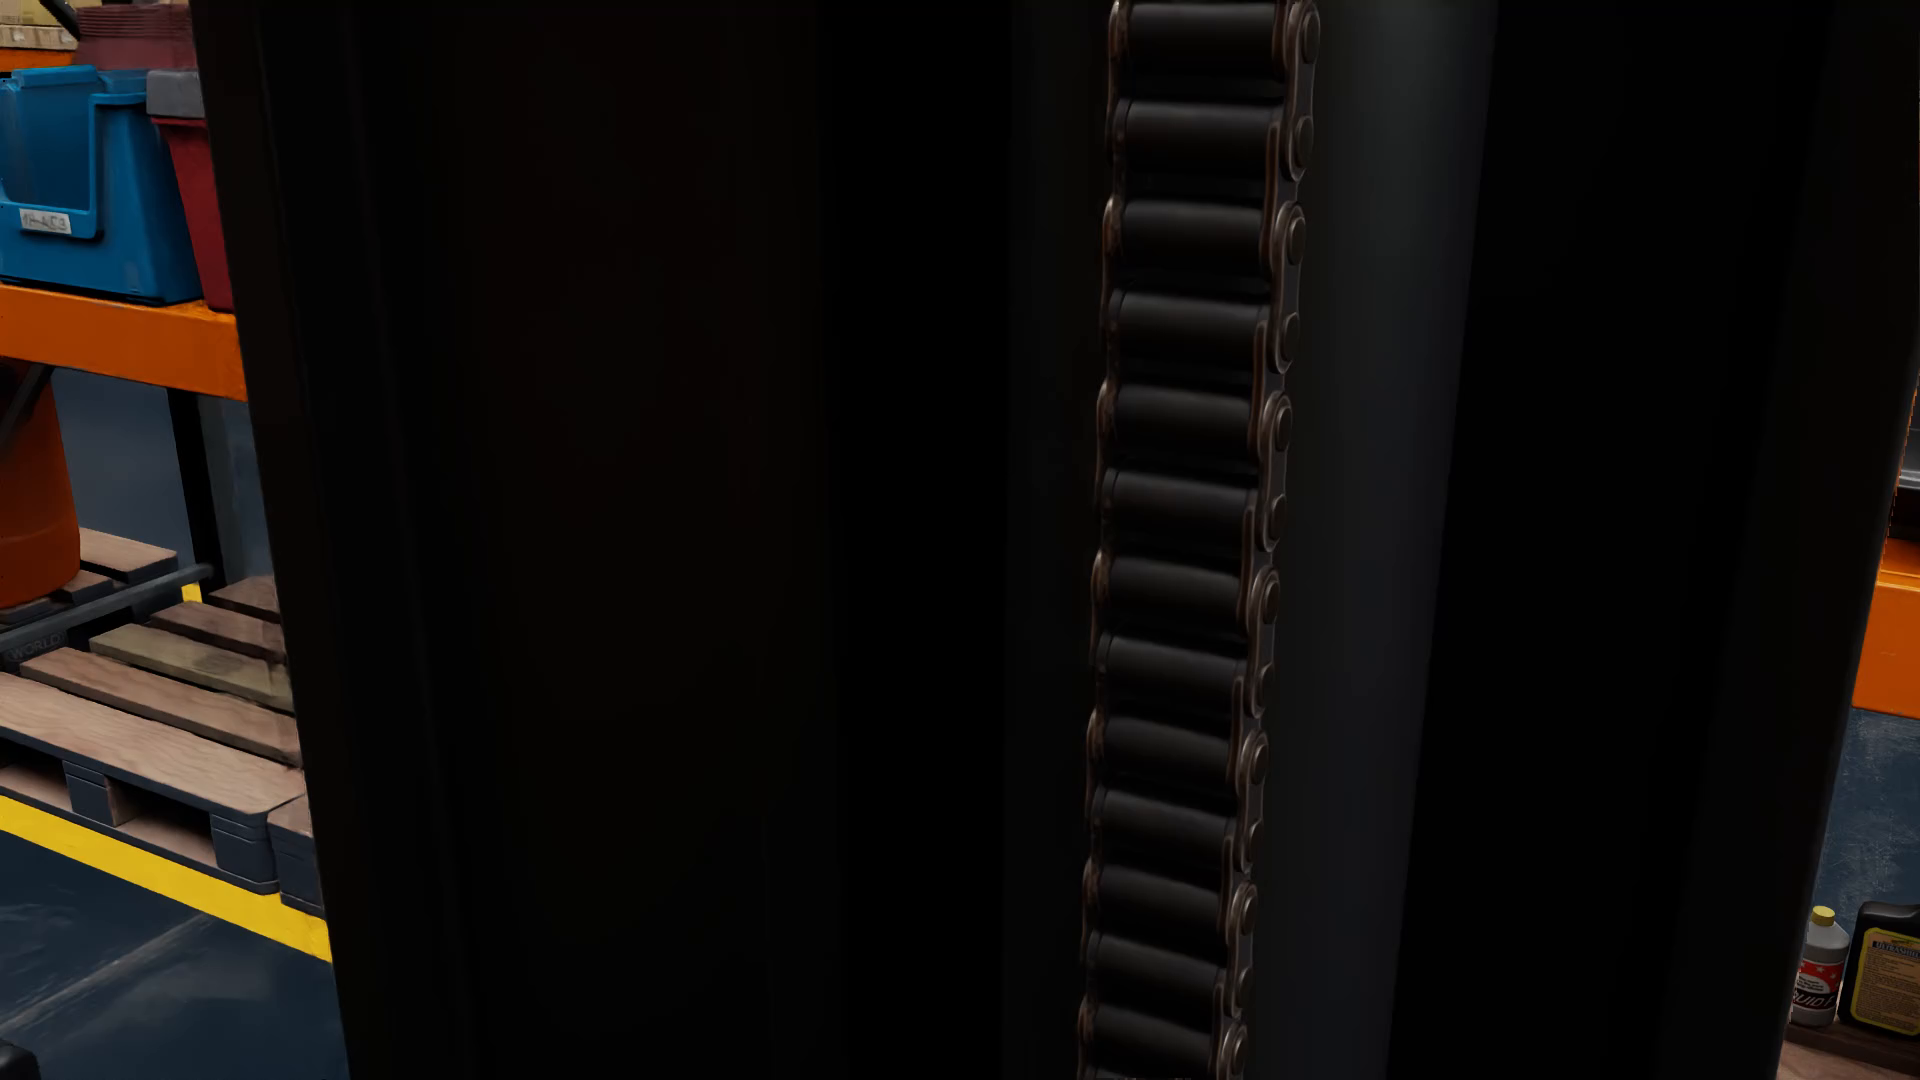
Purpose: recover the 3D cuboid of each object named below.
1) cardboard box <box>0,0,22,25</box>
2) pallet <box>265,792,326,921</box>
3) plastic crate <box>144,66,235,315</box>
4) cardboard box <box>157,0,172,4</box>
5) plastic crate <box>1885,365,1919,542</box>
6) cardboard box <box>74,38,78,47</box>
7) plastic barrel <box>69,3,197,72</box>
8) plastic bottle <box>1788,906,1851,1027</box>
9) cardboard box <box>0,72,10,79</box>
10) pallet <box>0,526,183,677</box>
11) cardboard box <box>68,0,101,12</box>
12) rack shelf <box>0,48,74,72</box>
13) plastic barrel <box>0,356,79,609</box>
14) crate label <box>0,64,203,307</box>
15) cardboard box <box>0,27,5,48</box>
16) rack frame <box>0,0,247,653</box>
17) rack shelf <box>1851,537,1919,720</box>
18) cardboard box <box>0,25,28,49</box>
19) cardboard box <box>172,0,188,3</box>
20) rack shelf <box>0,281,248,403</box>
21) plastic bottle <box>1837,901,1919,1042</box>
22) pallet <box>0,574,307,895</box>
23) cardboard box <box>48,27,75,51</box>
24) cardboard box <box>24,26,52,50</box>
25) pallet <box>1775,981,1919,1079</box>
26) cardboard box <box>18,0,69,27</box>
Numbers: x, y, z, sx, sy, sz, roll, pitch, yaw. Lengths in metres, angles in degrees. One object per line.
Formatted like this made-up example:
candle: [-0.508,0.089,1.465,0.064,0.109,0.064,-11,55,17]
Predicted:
cardboard box: [-6.296,-3.636,11.275,0.500,0.250,0.500,10,22,27]
pallet: [-0.754,0.648,3.770,1.213,0.211,1.003,11,23,27]
plastic crate: [-1.211,-0.677,3.239,0.583,0.464,0.402,11,23,27]
cardboard box: [-4.961,-3.381,10.572,0.500,0.250,0.500,11,23,28]
plastic crate: [1.415,-0.188,2.074,0.504,0.338,0.767,11,23,27]
cardboard box: [-5.548,-3.281,10.880,0.250,0.149,0.380,10,22,26]
plastic barrel: [-1.919,-1.084,4.255,0.708,0.536,0.600,11,23,27]
plastic bottle: [1.489,0.735,2.900,0.097,0.201,0.097,0,20,0]
cardboard box: [-6.443,-2.928,12.038,0.875,0.875,0.875,11,23,27]
pallet: [-3.181,0.185,5.045,1.213,0.211,1.003,11,23,27]
cardboard box: [-5.401,-3.467,10.807,0.500,0.250,0.500,10,22,26]
rack shelf: [-5.295,-3.141,11.180,4.000,0.370,1.077,11,23,27]
plastic barrel: [-2.907,-0.260,4.751,0.708,0.830,0.600,11,23,27]
crate label: [-1.737,-0.778,3.559,0.616,0.435,0.502,11,23,27]
cardboard box: [-6.443,-3.452,11.350,0.250,0.149,0.380,10,22,26]
rack frame: [-2.472,-1.007,4.242,0.127,3.000,1.000,11,23,27]
rack shelf: [2.766,0.329,1.614,4.000,0.370,1.077,11,23,27]
cardboard box: [-6.215,-3.409,11.232,0.250,0.149,0.380,10,22,26]
cardboard box: [-4.515,-3.297,10.338,0.500,0.250,0.500,12,23,29]
rack shelf: [-0.726,-0.336,3.448,4.000,0.370,1.077,11,23,27]
plastic bottle: [1.601,0.710,2.847,0.133,0.283,0.061,12,23,30]
pallet: [-1.815,0.444,4.331,1.213,0.211,1.003,11,23,27]
cardboard box: [-5.768,-3.323,10.996,0.250,0.149,0.380,11,22,27]
cardboard box: [-5.994,-3.366,11.114,0.250,0.149,0.380,10,22,26]
pallet: [1.586,1.093,2.542,1.213,0.211,1.003,11,23,27]
cardboard box: [-5.859,-3.552,11.042,0.500,0.250,0.500,10,22,26]
